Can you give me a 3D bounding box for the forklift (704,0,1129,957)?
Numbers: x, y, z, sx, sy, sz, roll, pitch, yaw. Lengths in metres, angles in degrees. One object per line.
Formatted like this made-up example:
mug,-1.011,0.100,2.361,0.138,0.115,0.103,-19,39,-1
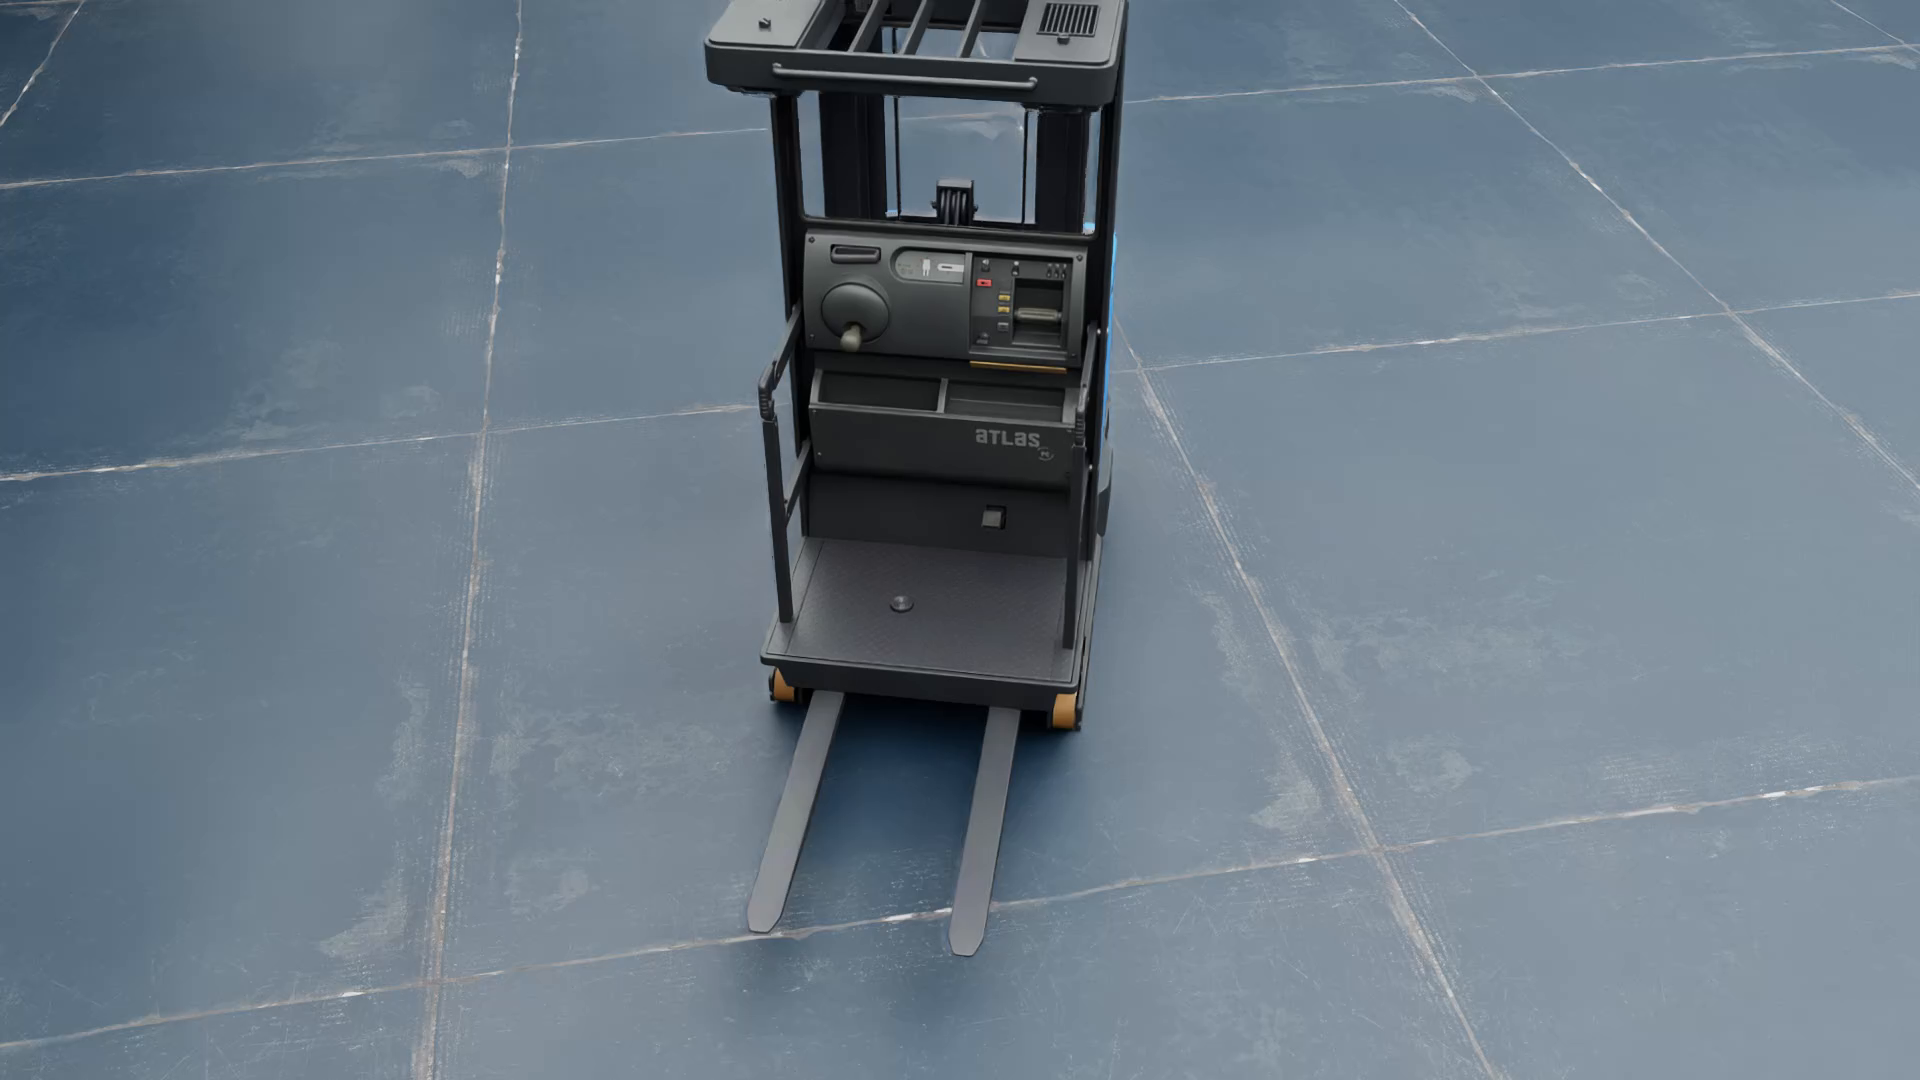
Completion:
forklift,-0.081,-0.720,5.288,1.130,2.935,3.031,5,38,6
